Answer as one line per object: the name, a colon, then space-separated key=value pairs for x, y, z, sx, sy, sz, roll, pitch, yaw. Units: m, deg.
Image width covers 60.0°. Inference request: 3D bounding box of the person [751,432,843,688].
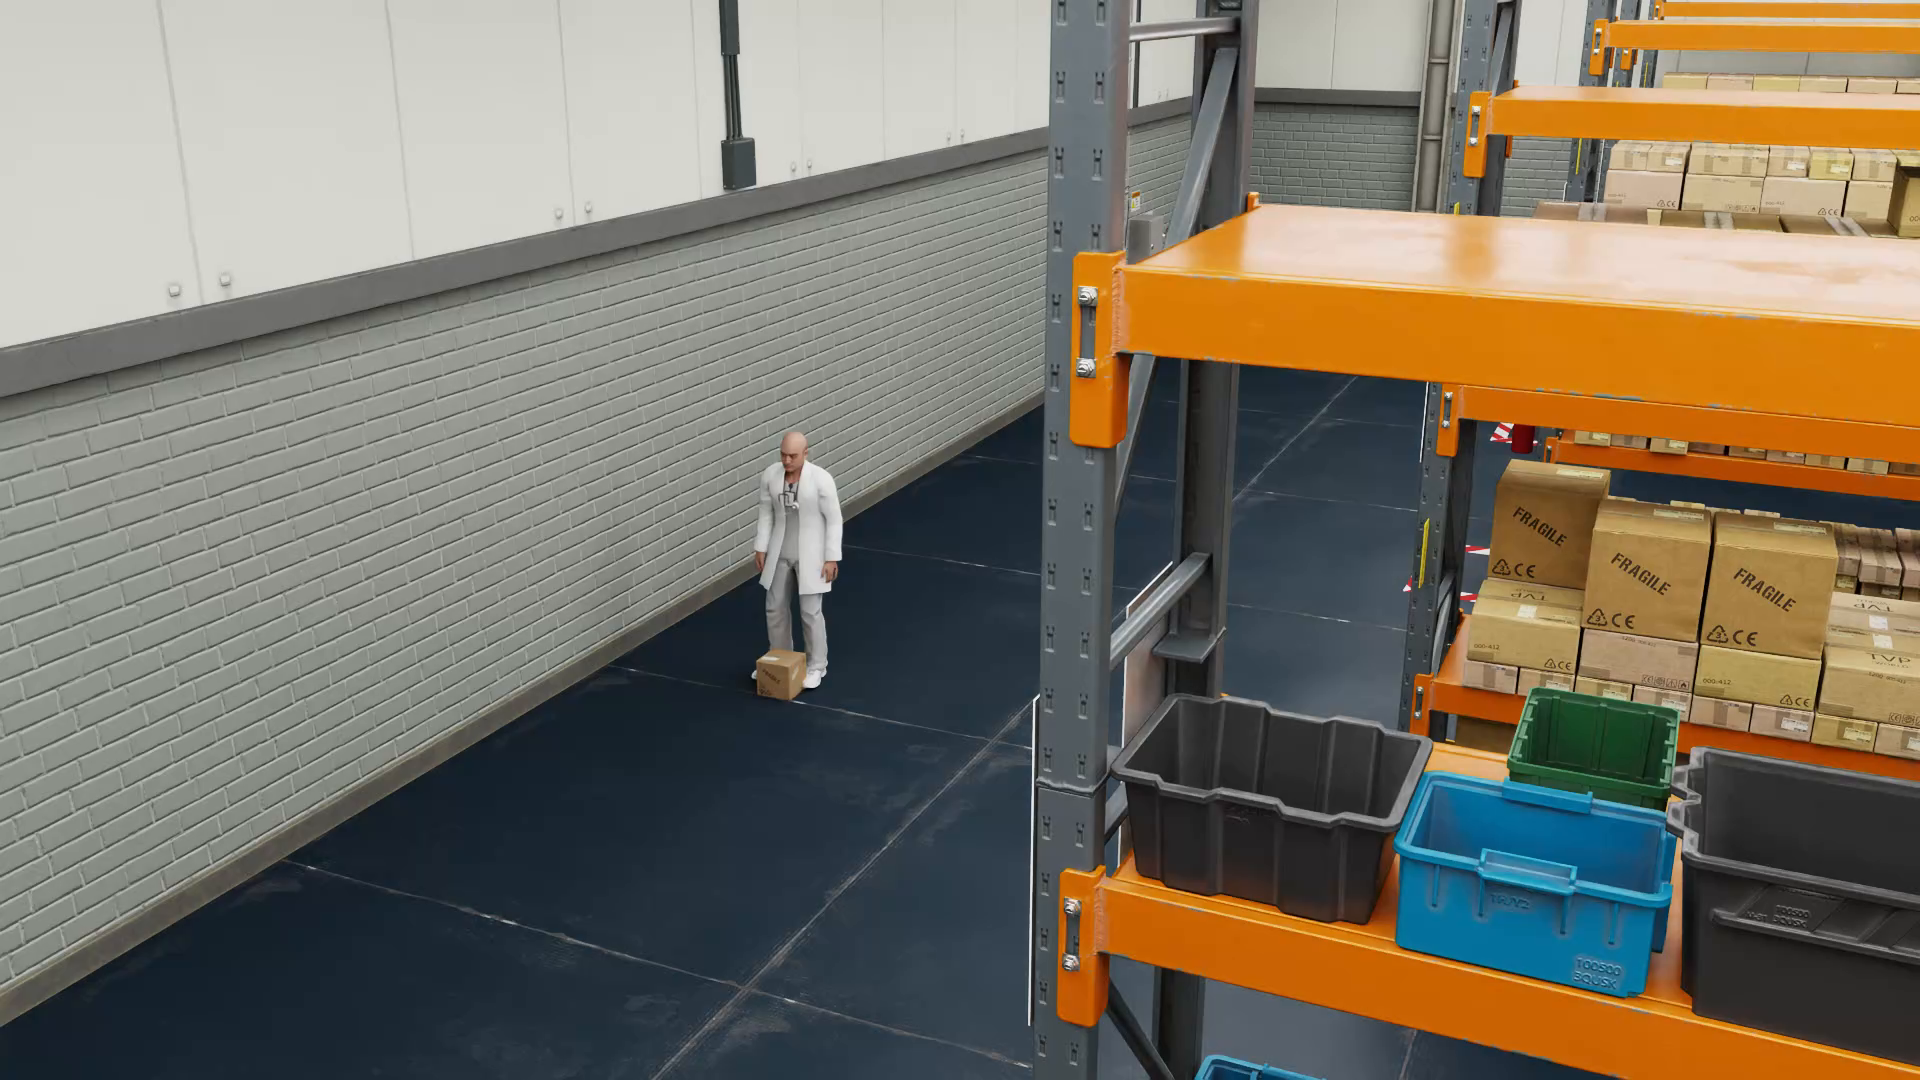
person: x=-1.101 y=0.115 z=11.250 sx=0.646 sy=1.772 sz=0.429 roll=7 pitch=20 yaw=20
